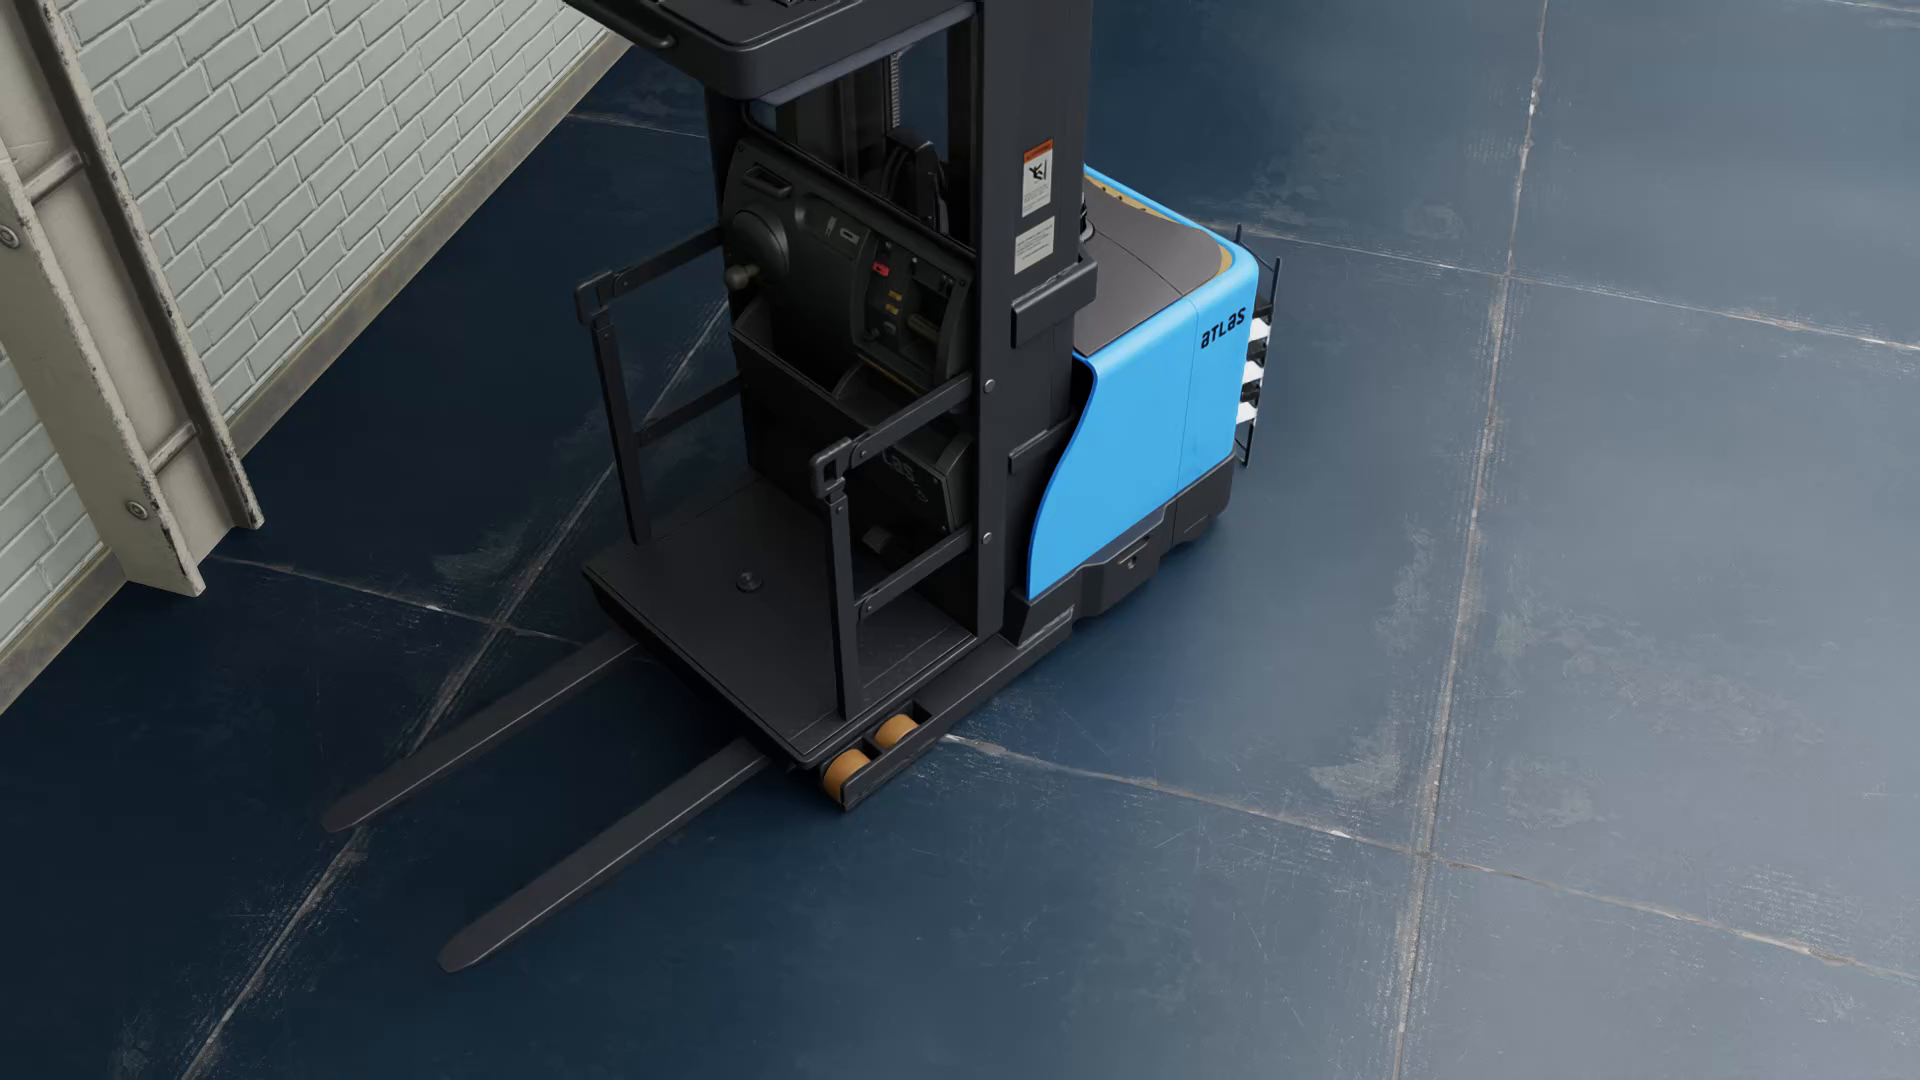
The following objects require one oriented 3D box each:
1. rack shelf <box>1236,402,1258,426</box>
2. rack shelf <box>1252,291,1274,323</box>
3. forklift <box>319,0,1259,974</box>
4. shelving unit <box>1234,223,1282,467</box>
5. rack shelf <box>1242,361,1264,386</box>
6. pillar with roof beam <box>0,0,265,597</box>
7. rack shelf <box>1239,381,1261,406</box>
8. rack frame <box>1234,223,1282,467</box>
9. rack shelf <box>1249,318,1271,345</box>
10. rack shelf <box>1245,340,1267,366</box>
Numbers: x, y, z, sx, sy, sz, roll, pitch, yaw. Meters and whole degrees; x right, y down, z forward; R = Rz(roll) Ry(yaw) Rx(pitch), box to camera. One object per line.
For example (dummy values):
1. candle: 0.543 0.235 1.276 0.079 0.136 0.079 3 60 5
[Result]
1. rack shelf: 0.896 -0.474 5.896 0.200 0.077 0.258 -21 48 -20
2. rack shelf: 0.895 -0.796 5.581 0.200 0.077 0.258 -21 48 -20
3. forklift: -0.469 -0.674 4.343 3.031 2.935 1.130 -34 54 -30
4. shelving unit: 0.895 -0.627 5.747 0.210 0.900 0.258 -21 48 -20
5. rack shelf: 0.895 -0.603 5.770 0.200 0.077 0.258 -21 48 -20
6. pillar with roof beam: 1.466 -2.277 1.643 9.100 9.000 0.400 13 46 13
7. rack shelf: 0.895 -0.539 5.833 0.200 0.077 0.258 -21 48 -20
8. rack frame: 0.985 -0.661 5.781 0.006 0.900 0.240 -21 48 -20
9. rack shelf: 0.895 -0.732 5.644 0.200 0.077 0.258 -21 48 -20
10. rack shelf: 0.895 -0.667 5.707 0.200 0.077 0.258 -21 48 -20
